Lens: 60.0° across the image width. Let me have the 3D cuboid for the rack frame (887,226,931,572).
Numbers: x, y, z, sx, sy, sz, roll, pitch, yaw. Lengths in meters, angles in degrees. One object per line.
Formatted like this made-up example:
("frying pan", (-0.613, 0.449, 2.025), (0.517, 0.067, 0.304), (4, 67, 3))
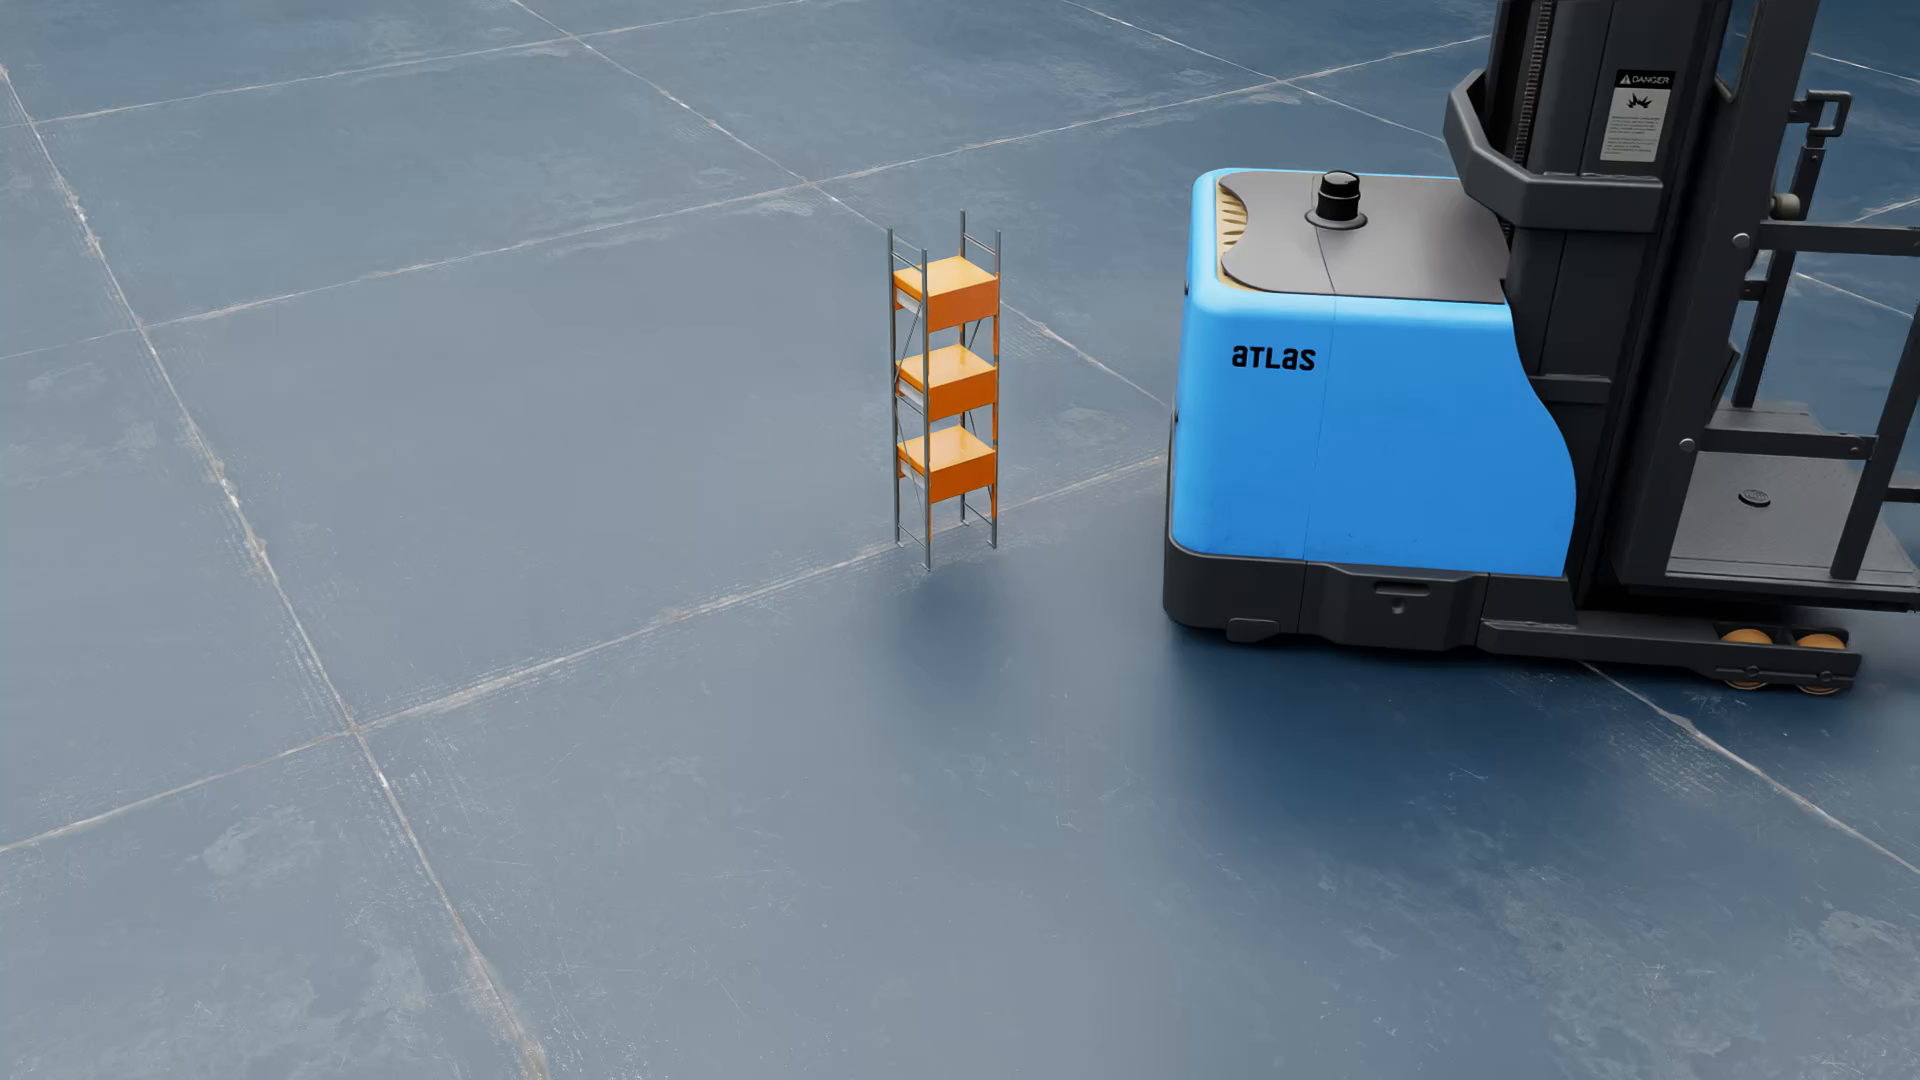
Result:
("rack frame", (-0.148, -0.393, 4.889), (0.008, 1.050, 0.200), (-19, 37, -27))

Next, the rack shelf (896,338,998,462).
("rack shelf", (-0.045, -0.420, 4.951), (0.240, 0.259, 0.215), (-19, 37, -27))

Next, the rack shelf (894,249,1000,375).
("rack shelf", (-0.045, -0.660, 4.800), (0.240, 0.259, 0.215), (-19, 37, -27))

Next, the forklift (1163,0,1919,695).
("forklift", (2.143, -1.116, 4.272), (3.031, 2.935, 1.130), (4, 32, 6))

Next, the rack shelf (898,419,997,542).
("rack shelf", (-0.045, -0.185, 5.099), (0.240, 0.259, 0.215), (-19, 37, -27))

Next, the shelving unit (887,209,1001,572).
("shelving unit", (-0.045, -0.429, 4.945), (0.252, 1.050, 0.215), (-19, 37, -27))

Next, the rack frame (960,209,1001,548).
("rack frame", (0.058, -0.464, 5.001), (0.008, 1.050, 0.200), (-19, 37, -27))
